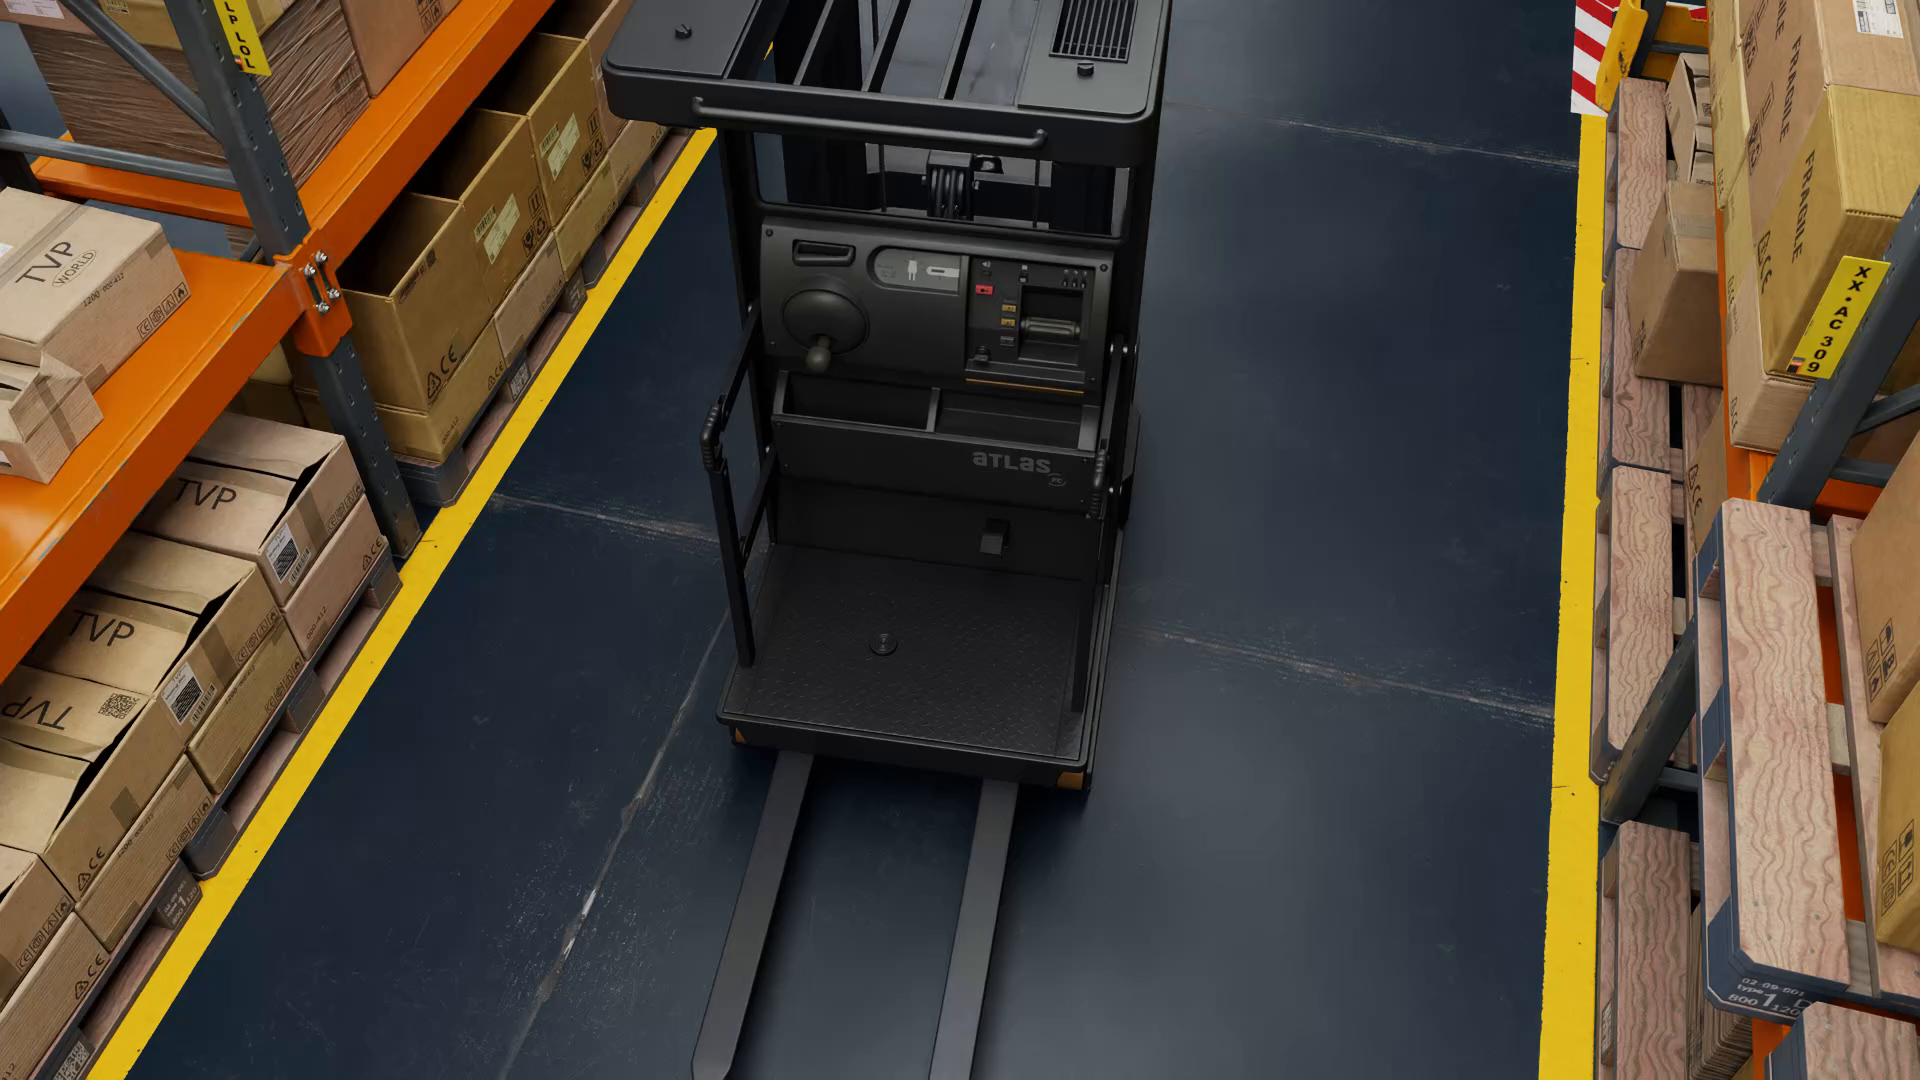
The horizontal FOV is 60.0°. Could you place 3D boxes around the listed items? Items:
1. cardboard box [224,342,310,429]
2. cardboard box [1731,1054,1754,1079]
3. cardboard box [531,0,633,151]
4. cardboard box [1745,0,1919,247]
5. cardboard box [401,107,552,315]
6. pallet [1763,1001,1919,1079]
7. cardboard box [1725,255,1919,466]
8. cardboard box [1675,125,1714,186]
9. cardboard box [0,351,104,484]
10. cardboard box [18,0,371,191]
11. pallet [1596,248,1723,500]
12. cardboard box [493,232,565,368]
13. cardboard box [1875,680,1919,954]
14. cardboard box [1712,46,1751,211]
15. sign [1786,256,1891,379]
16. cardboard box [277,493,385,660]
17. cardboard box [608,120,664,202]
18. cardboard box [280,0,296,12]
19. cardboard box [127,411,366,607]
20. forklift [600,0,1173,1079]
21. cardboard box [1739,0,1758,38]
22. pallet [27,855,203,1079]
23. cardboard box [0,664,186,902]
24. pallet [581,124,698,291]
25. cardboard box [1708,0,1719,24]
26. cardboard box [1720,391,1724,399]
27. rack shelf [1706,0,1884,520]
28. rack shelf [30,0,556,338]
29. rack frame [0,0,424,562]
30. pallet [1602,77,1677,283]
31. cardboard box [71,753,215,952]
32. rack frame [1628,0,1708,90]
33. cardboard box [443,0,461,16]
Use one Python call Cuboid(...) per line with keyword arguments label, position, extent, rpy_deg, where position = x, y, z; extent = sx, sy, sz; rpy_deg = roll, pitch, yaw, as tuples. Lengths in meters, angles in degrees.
Cuboid(label="cardboard box", position=(-2.446, -0.671, 5.895), extent=(0.500, 0.250, 0.500), rpy_deg=(12, 50, 10))
Cuboid(label="cardboard box", position=(2.157, 1.513, 3.788), extent=(0.700, 0.500, 0.500), rpy_deg=(11, 49, 9))
Cuboid(label="cardboard box", position=(-1.541, -1.899, 6.479), extent=(0.500, 0.500, 0.500), rpy_deg=(12, 50, 10))
Cuboid(label="cardboard box", position=(2.374, -1.059, 4.270), extent=(0.500, 0.500, 0.500), rpy_deg=(11, 50, 10))
Cuboid(label="cardboard box", position=(-1.810, -1.177, 5.842), extent=(0.500, 0.500, 0.500), rpy_deg=(12, 50, 10))
Cuboid(label="pallet", position=(1.851, 1.429, 2.616), extent=(1.003, 0.211, 1.213), rpy_deg=(12, 50, 10))
Cuboid(label="cardboard box", position=(2.255, -0.448, 4.231), extent=(0.500, 0.250, 0.500), rpy_deg=(12, 50, 10))
Cuboid(label="cardboard box", position=(3.056, -1.342, 6.434), extent=(0.500, 0.311, 0.500), rpy_deg=(15, 50, 13))
Cuboid(label="cardboard box", position=(-2.412, -0.346, 4.145), extent=(0.396, 0.266, 0.258), rpy_deg=(10, 49, 9))
Cuboid(label="cardboard box", position=(-2.247, -1.418, 4.935), extent=(0.700, 0.500, 0.500), rpy_deg=(10, 49, 9))
Cuboid(label="pallet", position=(2.884, -0.544, 6.089), extent=(1.003, 0.211, 1.213), rpy_deg=(12, 50, 10))
Cuboid(label="cardboard box", position=(-1.807, -0.928, 6.123), extent=(0.500, 0.250, 0.500), rpy_deg=(12, 50, 10))
Cuboid(label="cardboard box", position=(2.101, 0.497, 2.950), extent=(0.700, 0.500, 0.500), rpy_deg=(16, 51, 14))
Cuboid(label="cardboard box", position=(2.511, -1.173, 4.872), extent=(0.500, 0.250, 0.500), rpy_deg=(11, 50, 10))
Cuboid(label="sign", position=(1.897, -0.476, 3.592), extent=(0.100, 0.325, 0.005), rpy_deg=(12, 50, 10))
Cuboid(label="cardboard box", position=(-2.187, 0.065, 5.246), extent=(0.500, 0.250, 0.500), rpy_deg=(11, 50, 10))
Cuboid(label="cardboard box", position=(-1.544, -1.652, 6.761), extent=(0.500, 0.250, 0.500), rpy_deg=(12, 50, 10))
Cuboid(label="cardboard box", position=(-2.034, -1.649, 4.705), extent=(0.380, 0.149, 0.250), rpy_deg=(12, 50, 11))
Cuboid(label="cardboard box", position=(-2.188, -0.128, 5.042), extent=(0.500, 0.311, 0.500), rpy_deg=(12, 50, 10))
Cuboid(label="forklift", position=(-0.102, -0.508, 4.244), extent=(1.130, 2.935, 3.031), rpy_deg=(7, 49, 6))
Cuboid(label="cardboard box", position=(2.653, -1.797, 4.922), extent=(0.500, 0.500, 0.500), rpy_deg=(13, 50, 11))
Cuboid(label="pallet", position=(-2.833, 1.285, 4.475), extent=(1.003, 0.211, 1.213), rpy_deg=(12, 50, 10))
Cuboid(label="cardboard box", position=(-2.452, 0.610, 4.391), extent=(0.500, 0.311, 0.500), rpy_deg=(11, 50, 10))
Cuboid(label="pallet", position=(-1.789, -1.593, 7.015), extent=(1.003, 0.211, 1.213), rpy_deg=(12, 50, 10))
Cuboid(label="cardboard box", position=(2.778, -1.903, 5.515), extent=(0.500, 0.250, 0.500), rpy_deg=(11, 49, 9))
Cuboid(label="cardboard box", position=(2.863, -0.443, 5.749), extent=(0.380, 0.149, 0.250), rpy_deg=(8, 49, 7))
Cuboid(label="rack shelf", position=(2.949, -1.297, 5.374), extent=(1.077, 0.370, 4.000), rpy_deg=(12, 50, 10))
Cuboid(label="rack shelf", position=(-1.831, -2.272, 6.234), extent=(1.077, 0.370, 4.000), rpy_deg=(12, 50, 10))
Cuboid(label="rack frame", position=(-2.358, -1.063, 4.688), extent=(1.000, 3.000, 0.127), rpy_deg=(12, 50, 10))
Cuboid(label="pallet", position=(3.207, -1.423, 6.865), extent=(1.003, 0.211, 1.213), rpy_deg=(12, 50, 10))
Cuboid(label="cardboard box", position=(-2.456, 0.801, 4.597), extent=(0.500, 0.250, 0.500), rpy_deg=(13, 50, 11))
Cuboid(label="rack frame", position=(3.475, -2.982, 6.381), extent=(1.000, 3.000, 0.127), rpy_deg=(12, 50, 10))
Cuboid(label="cardboard box", position=(-1.979, -2.163, 5.592), extent=(0.700, 0.500, 0.500), rpy_deg=(12, 50, 11))
